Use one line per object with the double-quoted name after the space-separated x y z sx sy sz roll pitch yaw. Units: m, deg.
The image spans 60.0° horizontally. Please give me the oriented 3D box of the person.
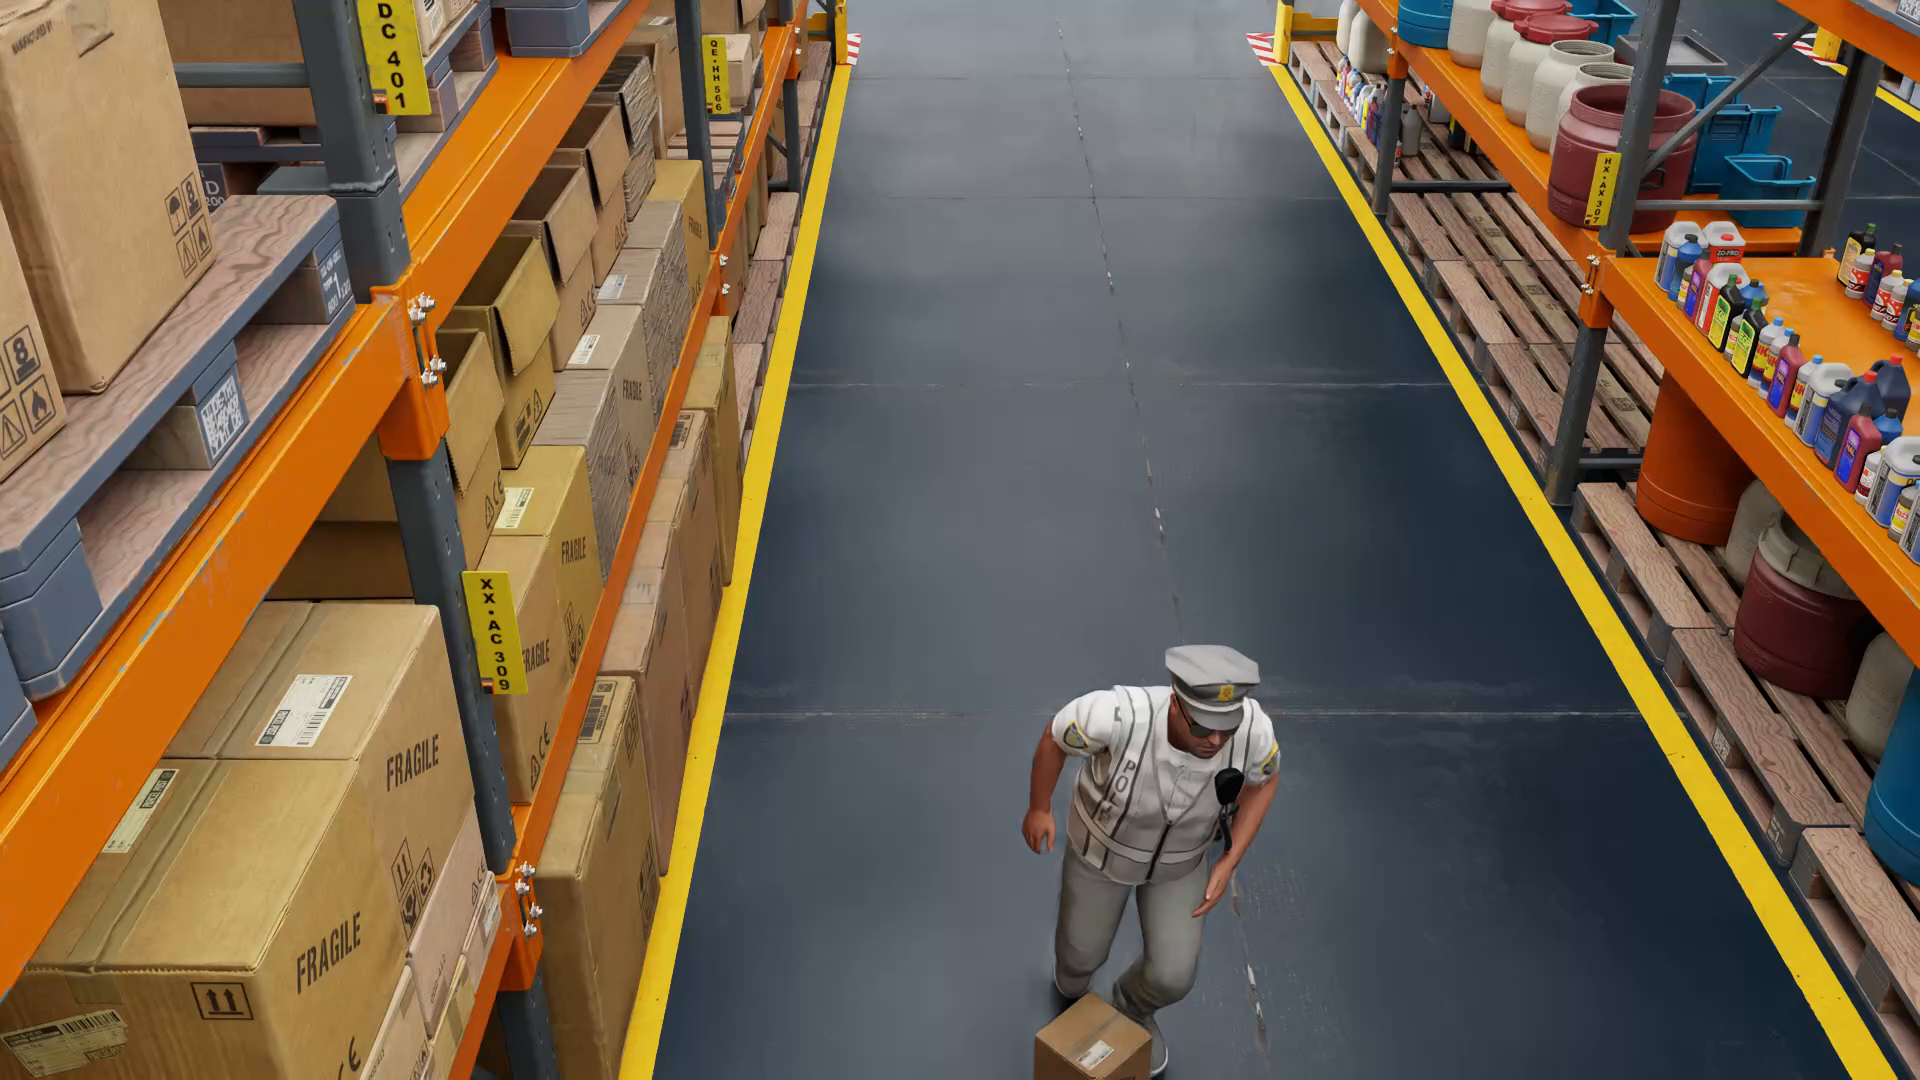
0.538 0.860 4.841 0.712 1.629 0.791 -2 31 -4 "person"
